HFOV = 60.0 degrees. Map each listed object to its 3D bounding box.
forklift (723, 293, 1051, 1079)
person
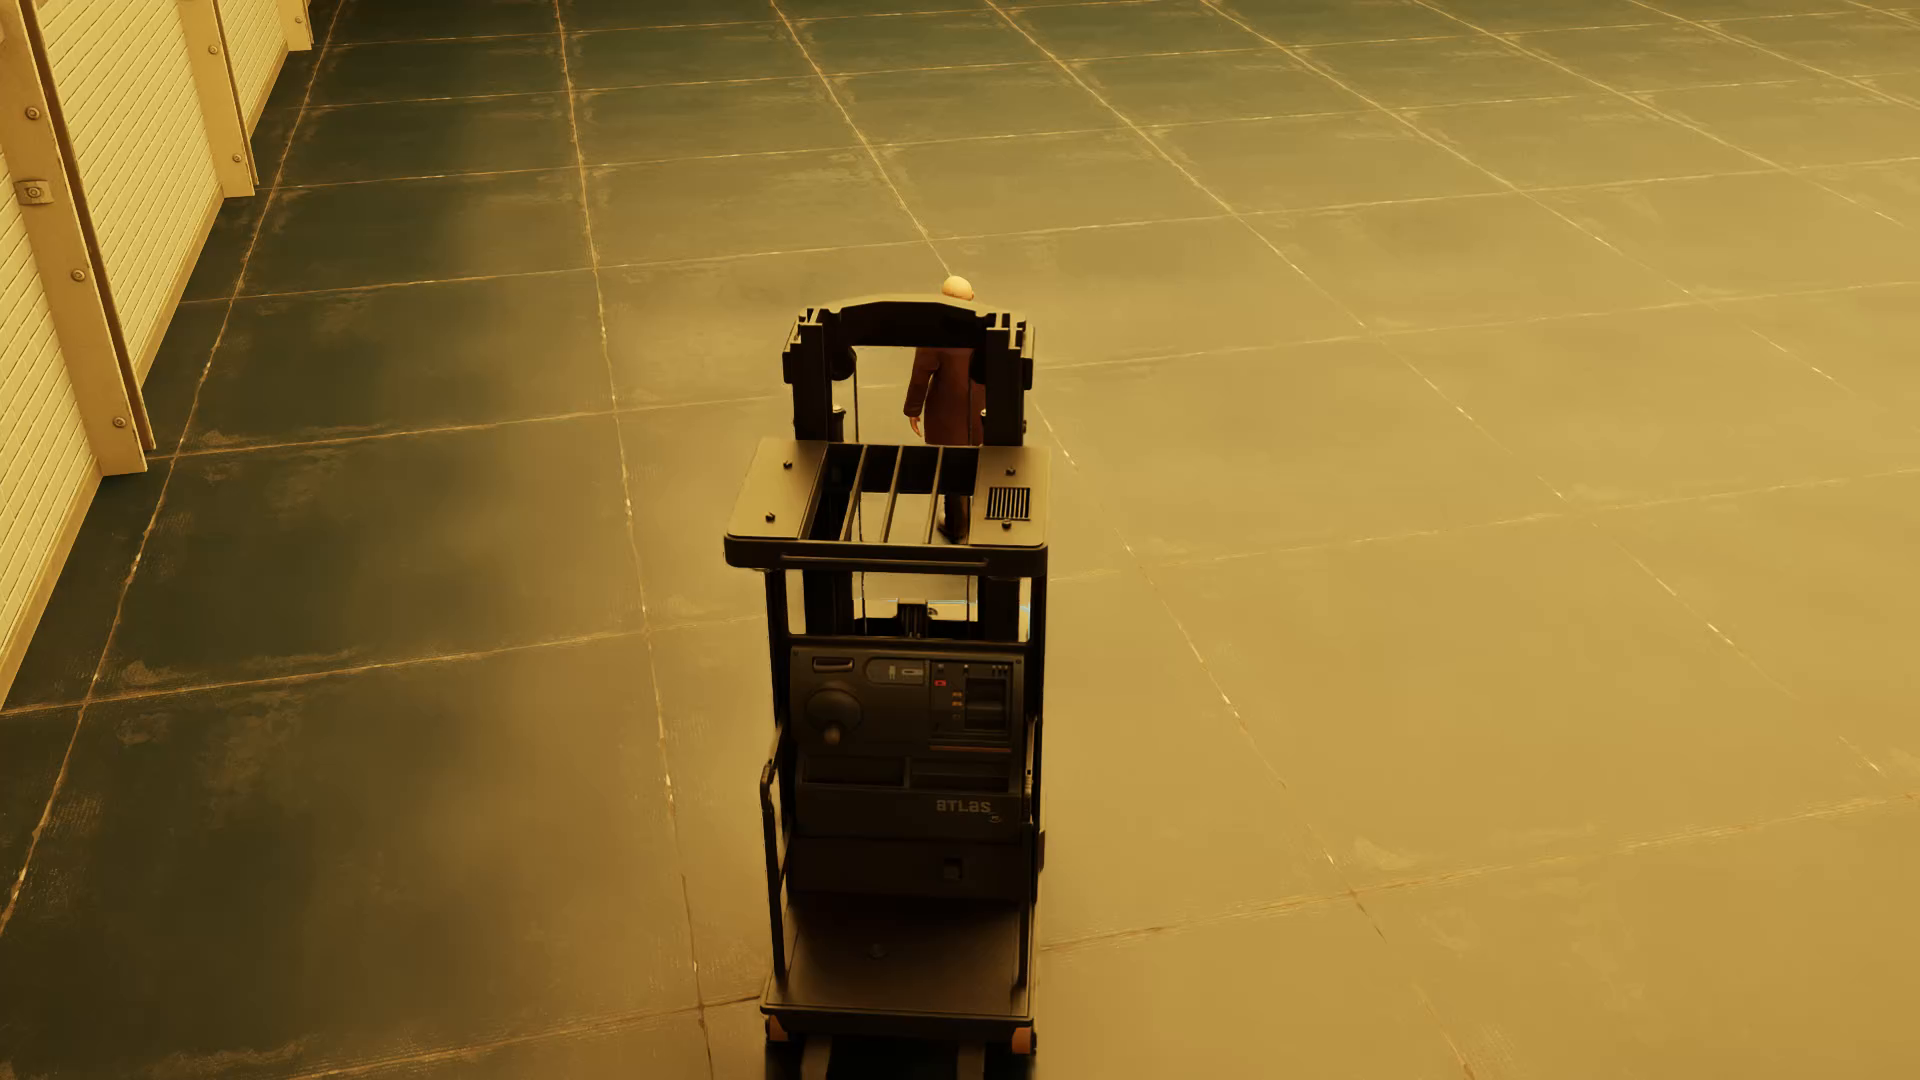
[{"bbox_3d":[-0.223,0.674,6.411,1.130,2.935,3.031,2,30,3],"label":"forklift"},{"bbox_3d":[-0.018,-0.820,10.129,0.696,1.777,0.579,-7,31,-12],"label":"person"}]
